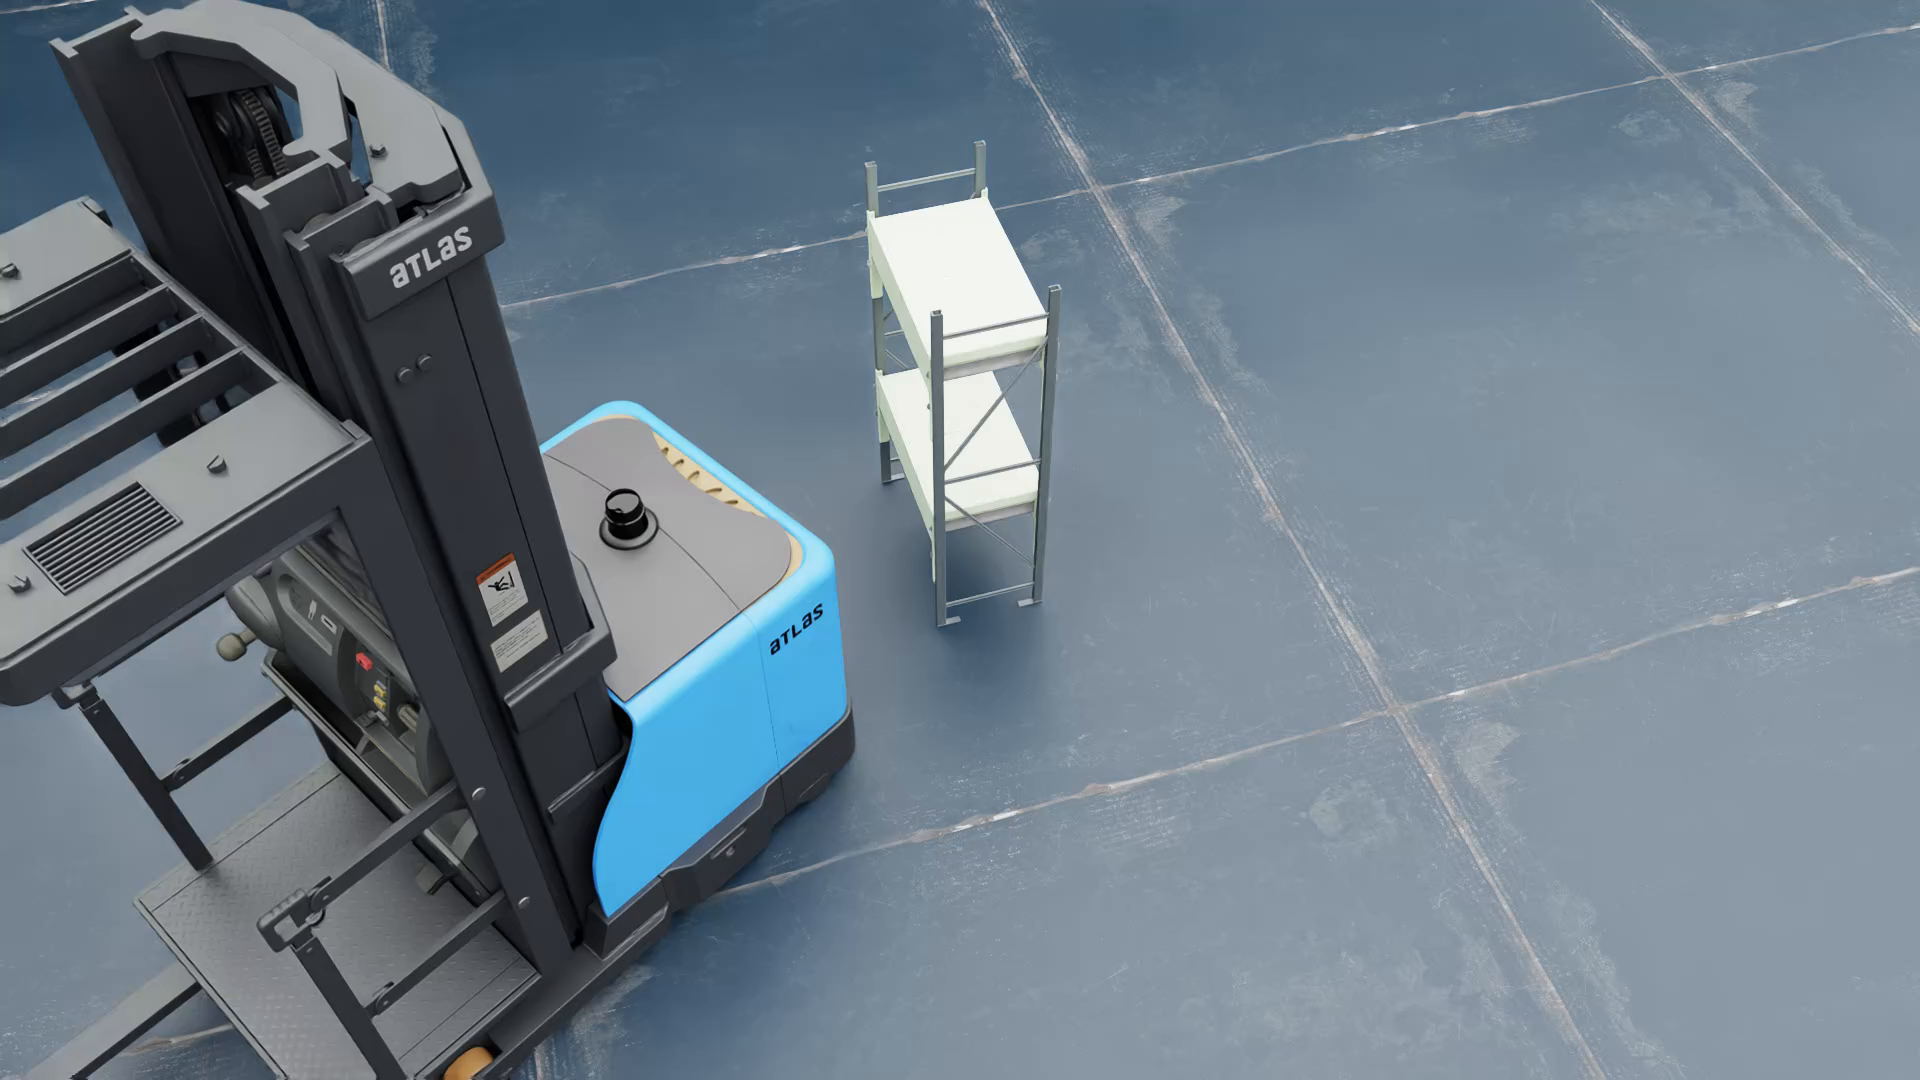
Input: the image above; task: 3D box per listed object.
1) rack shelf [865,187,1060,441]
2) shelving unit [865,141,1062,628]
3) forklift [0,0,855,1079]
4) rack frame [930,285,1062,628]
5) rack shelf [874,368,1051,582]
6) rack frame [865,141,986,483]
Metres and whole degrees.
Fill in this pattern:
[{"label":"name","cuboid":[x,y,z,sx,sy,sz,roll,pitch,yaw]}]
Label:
[{"label":"rack shelf","cuboid":[-0.002,-0.740,5.382,0.431,0.370,0.720,-13,51,-11]},{"label":"shelving unit","cuboid":[-0.002,-0.488,5.681,0.431,1.500,0.755,-13,51,-11]},{"label":"forklift","cuboid":[-1.722,0.358,4.031,1.130,2.935,3.031,35,58,26]},{"label":"rack frame","cuboid":[0.106,-0.221,5.455,0.400,1.500,0.023,-13,51,-11]},{"label":"rack shelf","cuboid":[-0.002,-0.278,5.930,0.431,0.370,0.720,-13,51,-11]},{"label":"rack frame","cuboid":[-0.110,-0.756,5.906,0.400,1.500,0.023,-13,51,-11]}]
